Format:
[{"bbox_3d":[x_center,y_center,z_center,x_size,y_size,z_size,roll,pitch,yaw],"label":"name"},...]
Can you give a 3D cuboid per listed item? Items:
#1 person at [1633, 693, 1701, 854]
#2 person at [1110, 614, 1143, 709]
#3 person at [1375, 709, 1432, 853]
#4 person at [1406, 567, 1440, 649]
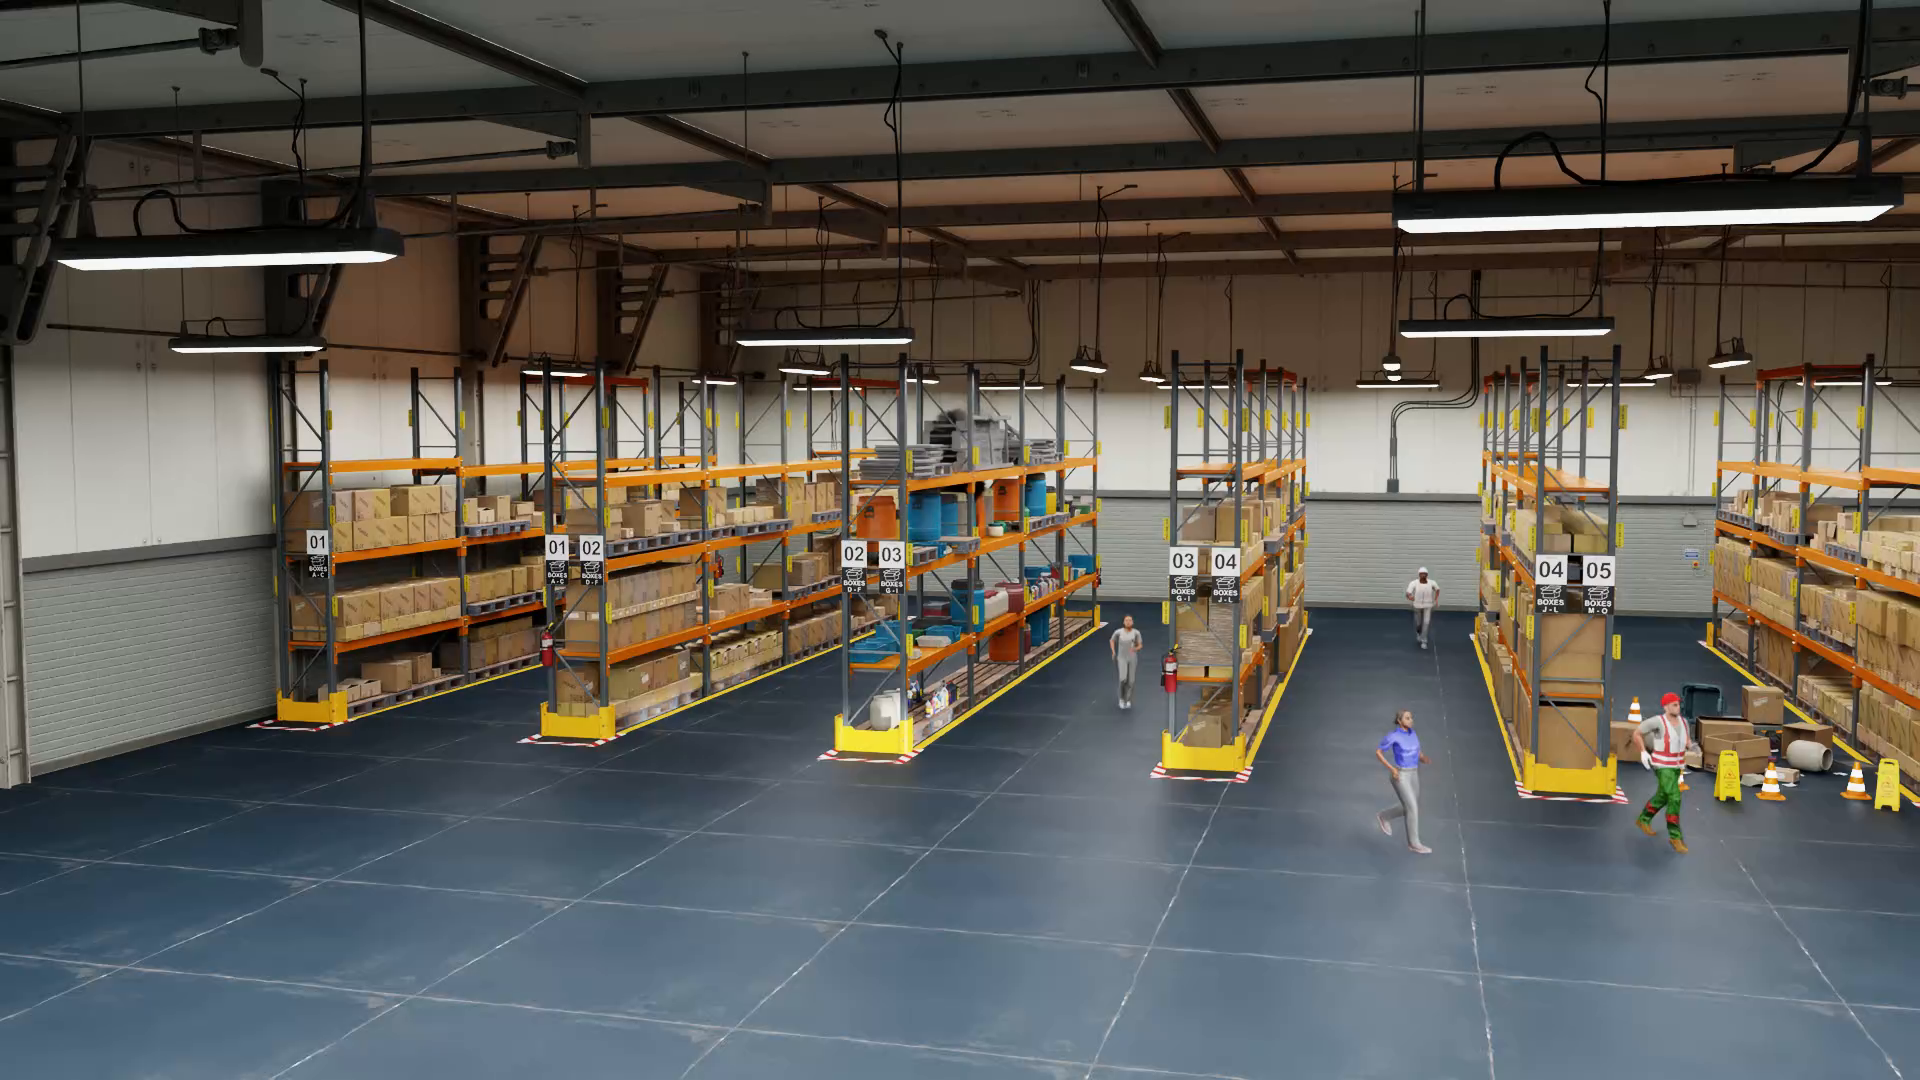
[{"bbox_3d":[8.337,2.697,19.612,0.643,1.827,0.856,-2,5,-28],"label":"person"},{"bbox_3d":[2.884,2.097,28.750,0.541,1.642,0.660,0,4,-1],"label":"person"},{"bbox_3d":[5.176,2.781,19.454,0.587,1.626,0.871,-3,5,-36],"label":"person"},{"bbox_3d":[10.187,1.476,36.613,0.712,1.753,0.986,1,4,15],"label":"person"}]
